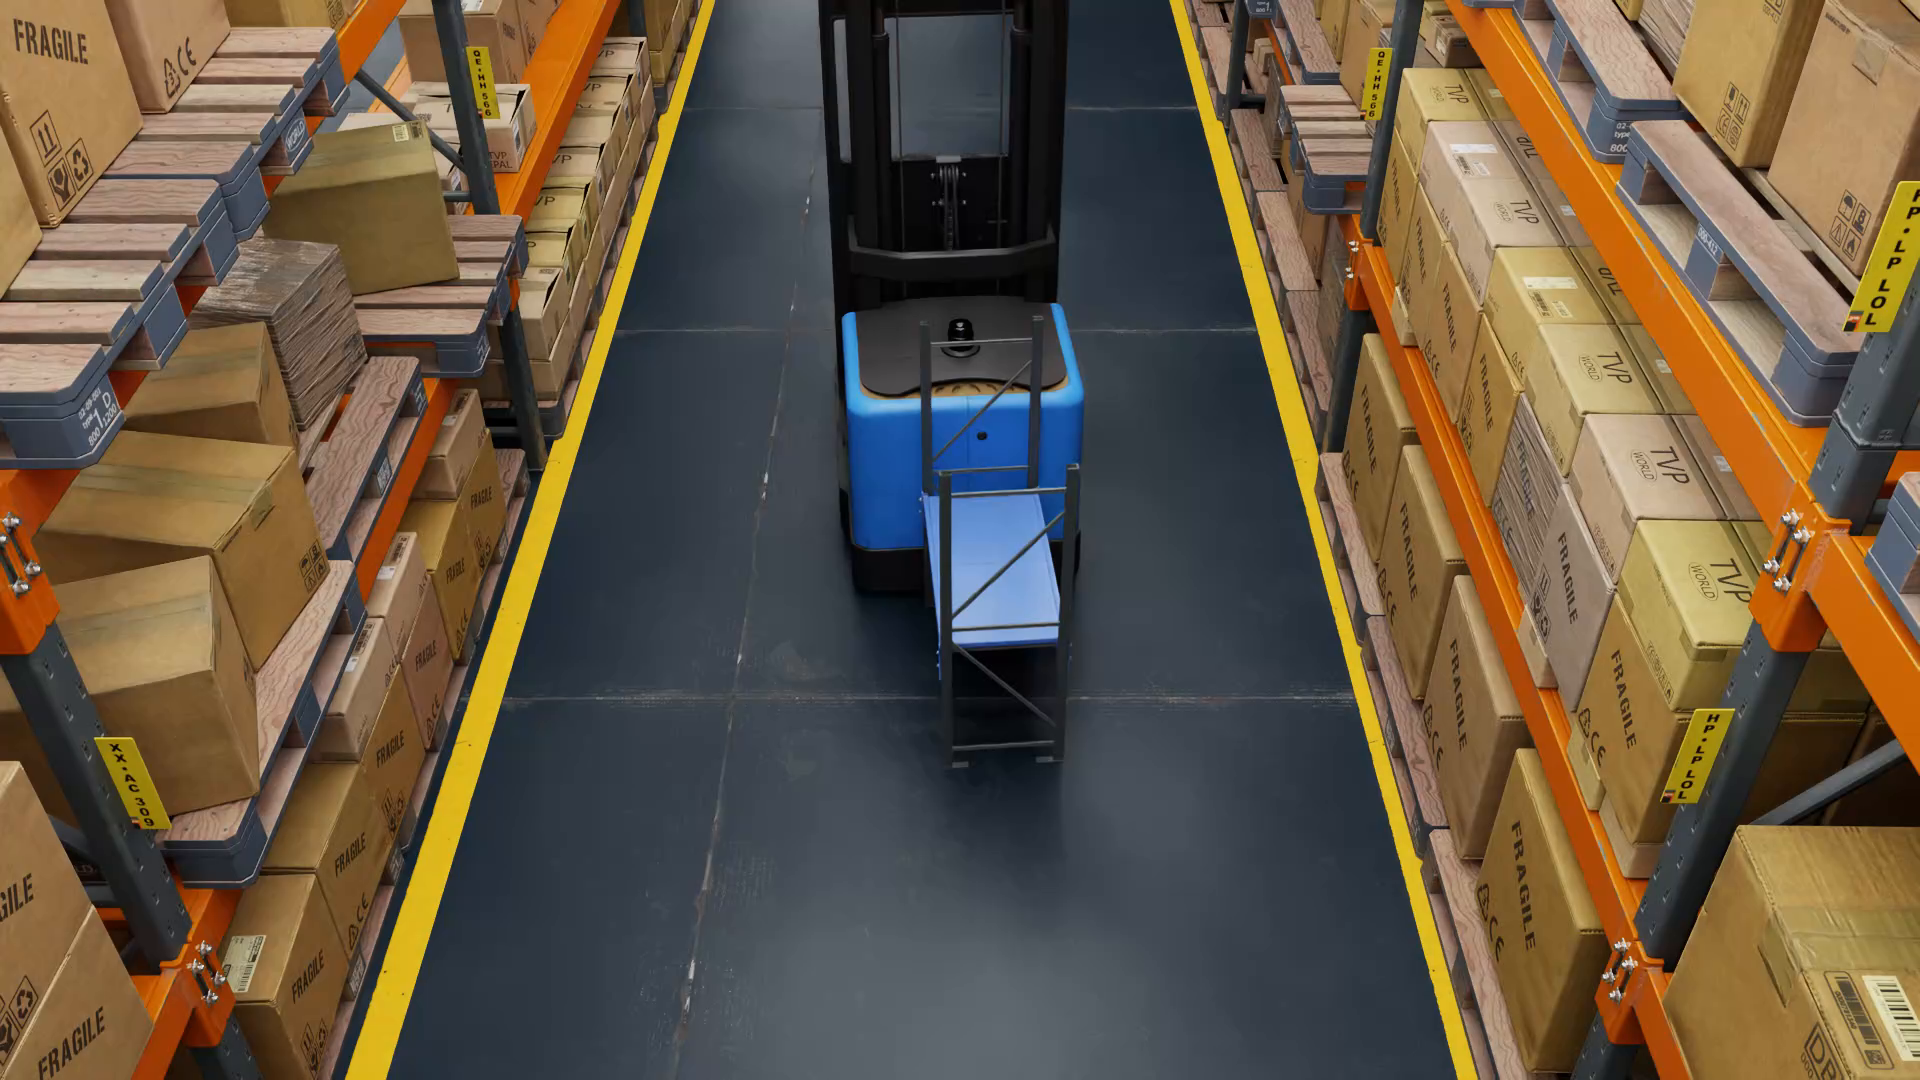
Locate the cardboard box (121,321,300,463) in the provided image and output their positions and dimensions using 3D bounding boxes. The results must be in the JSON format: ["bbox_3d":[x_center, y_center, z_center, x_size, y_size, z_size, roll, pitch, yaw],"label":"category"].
[{"bbox_3d":[-2.668,-0.356,5.625,0.700,0.500,0.500,-9,40,-11],"label":"cardboard box"}]

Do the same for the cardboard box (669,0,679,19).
[{"bbox_3d":[-2.310,-4.037,11.898,0.500,0.500,0.500,0,39,0],"label":"cardboard box"}]

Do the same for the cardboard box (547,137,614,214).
[{"bbox_3d":[-2.325,-2.156,9.701,0.500,0.311,0.500,0,39,-1],"label":"cardboard box"}]

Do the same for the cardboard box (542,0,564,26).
[{"bbox_3d":[-2.629,-3.280,9.610,0.500,0.500,0.500,3,39,3],"label":"cardboard box"}]

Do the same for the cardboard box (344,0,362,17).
[{"bbox_3d":[-2.574,-2.167,5.822,0.910,0.500,0.500,0,39,0],"label":"cardboard box"}]

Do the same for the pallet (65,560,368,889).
[{"bbox_3d":[-2.496,0.527,5.092,1.003,0.211,1.213,0,39,0],"label":"pallet"}]

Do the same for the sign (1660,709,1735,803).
[{"bbox_3d":[1.807,0.532,4.071,0.100,0.325,0.005,0,39,0],"label":"sign"}]

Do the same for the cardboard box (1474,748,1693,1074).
[{"bbox_3d":[2.218,1.215,5.464,0.750,0.750,0.750,0,39,0],"label":"cardboard box"}]

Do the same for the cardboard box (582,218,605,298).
[{"bbox_3d":[-2.324,-1.607,9.466,0.500,0.250,0.500,-1,39,-1],"label":"cardboard box"}]

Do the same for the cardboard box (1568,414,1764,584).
[{"bbox_3d":[2.102,-0.121,4.814,0.500,0.250,0.500,1,39,1],"label":"cardboard box"}]

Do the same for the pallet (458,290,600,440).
[{"bbox_3d":[-2.571,-0.976,9.045,1.003,0.211,1.213,0,39,0],"label":"pallet"}]

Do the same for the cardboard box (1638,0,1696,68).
[{"bbox_3d":[2.456,-1.647,4.821,0.700,0.500,0.500,0,39,0],"label":"cardboard box"}]

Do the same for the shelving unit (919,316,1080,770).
[{"bbox_3d":[0.131,0.018,6.773,0.538,1.500,1.048,-3,39,-4],"label":"shelving unit"}]

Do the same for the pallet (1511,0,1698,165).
[{"bbox_3d":[2.403,-1.550,5.283,1.003,0.211,1.213,2,39,2],"label":"pallet"}]

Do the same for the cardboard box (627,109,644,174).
[{"bbox_3d":[-2.325,-2.566,10.662,0.500,0.250,0.500,-1,39,-1],"label":"cardboard box"}]

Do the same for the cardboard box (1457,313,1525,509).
[{"bbox_3d":[2.088,-0.451,5.825,0.500,0.500,0.500,1,39,1],"label":"cardboard box"}]

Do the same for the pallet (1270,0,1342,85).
[{"bbox_3d":[2.301,-2.718,9.142,1.003,0.211,1.213,0,39,0],"label":"pallet"}]

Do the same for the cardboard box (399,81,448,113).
[{"bbox_3d":[-2.667,-2.249,8.604,0.380,0.149,0.250,3,39,3],"label":"cardboard box"}]

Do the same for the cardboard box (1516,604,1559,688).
[{"bbox_3d":[2.027,0.340,5.357,0.380,0.149,0.250,0,39,0],"label":"cardboard box"}]

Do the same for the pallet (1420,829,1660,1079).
[{"bbox_3d":[2.273,1.552,5.890,1.003,0.211,1.213,0,39,0],"label":"pallet"}]

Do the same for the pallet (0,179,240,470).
[{"bbox_3d":[-2.535,-0.553,4.038,1.213,0.211,1.003,0,39,0],"label":"pallet"}]

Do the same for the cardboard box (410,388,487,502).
[{"bbox_3d":[-2.369,-0.418,7.166,0.500,0.250,0.500,1,39,2],"label":"cardboard box"}]

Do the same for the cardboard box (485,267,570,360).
[{"bbox_3d":[-2.316,-1.187,8.492,0.500,0.311,0.500,1,39,1],"label":"cardboard box"}]

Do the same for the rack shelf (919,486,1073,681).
[{"bbox_3d":[0.131,0.159,6.886,0.538,0.185,1.000,-3,39,-4],"label":"rack shelf"}]

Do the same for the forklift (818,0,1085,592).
[{"bbox_3d":[-0.093,-1.817,7.919,1.130,2.935,3.031,-3,39,-4],"label":"forklift"}]

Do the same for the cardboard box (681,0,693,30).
[{"bbox_3d":[-2.302,-4.057,12.523,0.500,0.250,0.500,0,39,0],"label":"cardboard box"}]

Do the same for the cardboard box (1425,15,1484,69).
[{"bbox_3d":[2.314,-2.235,7.435,0.380,0.149,0.250,-5,39,-6],"label":"cardboard box"}]

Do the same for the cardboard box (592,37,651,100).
[{"bbox_3d":[-2.327,-3.107,10.889,0.500,0.311,0.500,0,39,0],"label":"cardboard box"}]

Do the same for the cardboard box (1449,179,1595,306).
[{"bbox_3d":[2.093,-1.078,6.008,0.500,0.250,0.500,0,39,0],"label":"cardboard box"}]

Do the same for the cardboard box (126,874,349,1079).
[{"bbox_3d":[-2.361,1.453,5.431,0.500,0.500,0.500,-2,39,-2],"label":"cardboard box"}]

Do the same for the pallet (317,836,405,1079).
[{"bbox_3d":[-2.643,1.532,5.915,1.003,0.211,1.213,0,39,0],"label":"pallet"}]

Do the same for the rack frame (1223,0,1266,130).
[{"bbox_3d":[2.340,-4.057,10.659,1.000,3.000,0.127,0,39,0],"label":"rack frame"}]

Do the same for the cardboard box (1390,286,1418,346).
[{"bbox_3d":[2.021,-0.935,6.949,0.380,0.149,0.250,1,39,1],"label":"cardboard box"}]

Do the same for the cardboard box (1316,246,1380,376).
[{"bbox_3d":[2.292,-1.202,8.743,0.700,0.500,0.500,0,39,1],"label":"cardboard box"}]

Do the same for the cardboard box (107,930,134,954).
[{"bbox_3d":[-2.892,1.448,5.438,0.500,0.500,0.500,0,39,0],"label":"cardboard box"}]

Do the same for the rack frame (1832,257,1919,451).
[{"bbox_3d":[2.349,-1.395,2.540,1.000,3.000,0.127,0,39,0],"label":"rack frame"}]

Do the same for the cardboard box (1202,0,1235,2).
[{"bbox_3d":[2.198,-4.506,12.867,0.700,0.500,0.500,-2,39,-3],"label":"cardboard box"}]

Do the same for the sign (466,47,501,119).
[{"bbox_3d":[-2.066,-1.976,7.201,0.100,0.325,0.005,0,39,0],"label":"sign"}]

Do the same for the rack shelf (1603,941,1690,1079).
[{"bbox_3d":[2.351,2.478,3.080,1.077,0.370,4.000,0,39,0],"label":"rack shelf"}]

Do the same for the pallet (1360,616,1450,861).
[{"bbox_3d":[2.269,0.787,6.845,1.003,0.211,1.213,0,39,0],"label":"pallet"}]

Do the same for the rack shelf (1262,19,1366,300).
[{"bbox_3d":[2.342,-2.525,9.323,1.077,0.370,4.000,0,39,0],"label":"rack shelf"}]

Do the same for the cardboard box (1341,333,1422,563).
[{"bbox_3d":[2.214,-0.420,7.504,0.750,0.750,0.750,-1,39,-1],"label":"cardboard box"}]

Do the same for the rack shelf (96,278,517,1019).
[{"bbox_3d":[-2.607,-0.018,6.194,1.077,0.370,4.000,0,39,0],"label":"rack shelf"}]

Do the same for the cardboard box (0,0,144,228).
[{"bbox_3d":[-2.555,-1.193,4.192,0.600,0.600,0.600,0,39,-1],"label":"cardboard box"}]

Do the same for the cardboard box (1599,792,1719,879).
[{"bbox_3d":[2.066,0.825,4.752,0.380,0.149,0.250,0,39,0],"label":"cardboard box"}]

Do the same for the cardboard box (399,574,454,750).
[{"bbox_3d":[-2.366,0.491,6.631,0.500,0.500,0.500,-1,39,-2],"label":"cardboard box"}]

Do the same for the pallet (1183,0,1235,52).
[{"bbox_3d":[2.300,-4.153,13.009,1.003,0.211,1.213,0,39,0],"label":"pallet"}]

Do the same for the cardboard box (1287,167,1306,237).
[{"bbox_3d":[2.368,-2.150,9.927,0.700,0.500,0.500,0,39,0],"label":"cardboard box"}]

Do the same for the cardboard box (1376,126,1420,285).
[{"bbox_3d":[2.089,-1.414,7.028,0.500,0.500,0.500,1,39,1],"label":"cardboard box"}]

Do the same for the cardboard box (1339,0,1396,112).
[{"bbox_3d":[2.306,-2.409,8.171,0.700,0.500,0.500,-3,39,-4],"label":"cardboard box"}]

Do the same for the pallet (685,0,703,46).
[{"bbox_3d":[-2.577,-4.225,13.098,1.003,0.211,1.213,0,39,0],"label":"pallet"}]

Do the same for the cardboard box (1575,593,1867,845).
[{"bbox_3d":[2.097,0.495,4.646,0.500,0.500,0.500,-1,39,-1],"label":"cardboard box"}]
